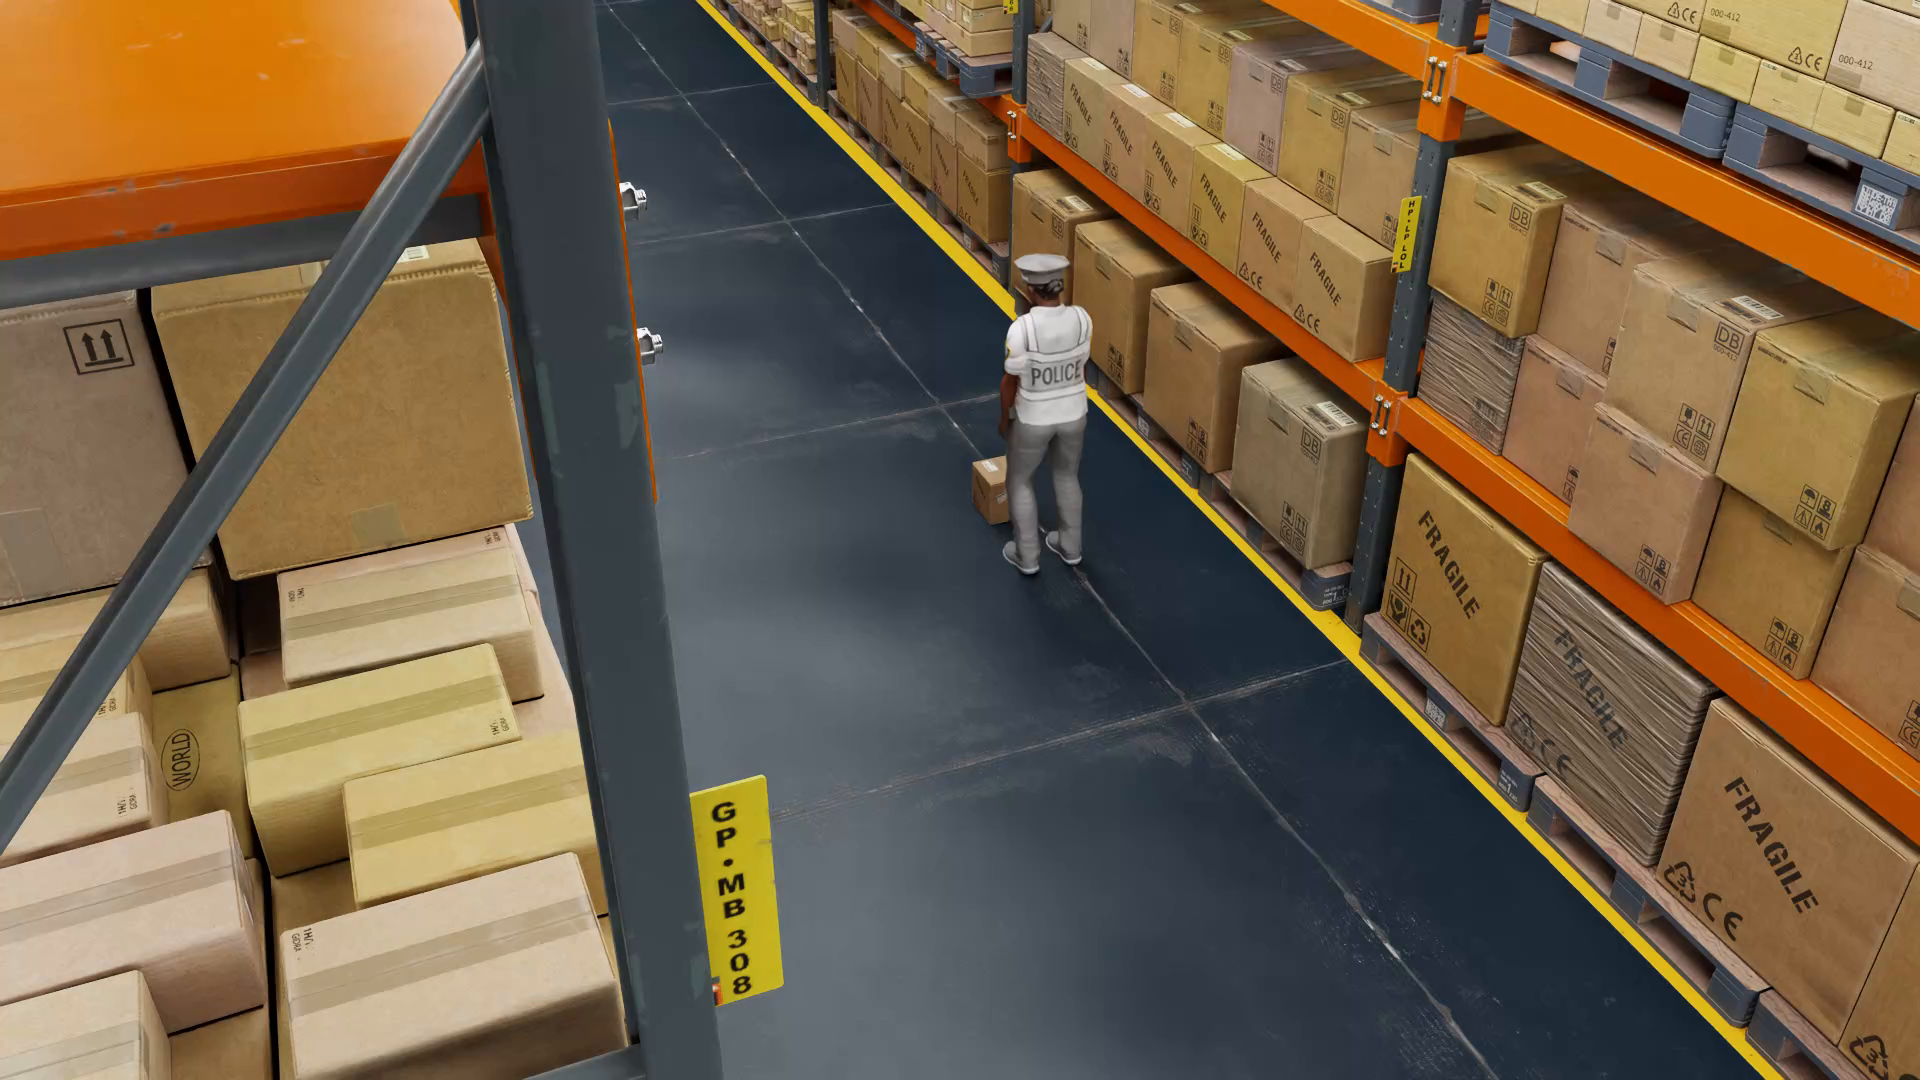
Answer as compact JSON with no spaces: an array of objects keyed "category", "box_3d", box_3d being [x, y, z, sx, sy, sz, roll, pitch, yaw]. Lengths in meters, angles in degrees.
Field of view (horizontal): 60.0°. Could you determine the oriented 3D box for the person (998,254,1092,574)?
[{"category":"person","box_3d":[0.400,-0.585,8.043,0.443,1.654,0.351,-12,36,-18]}]
